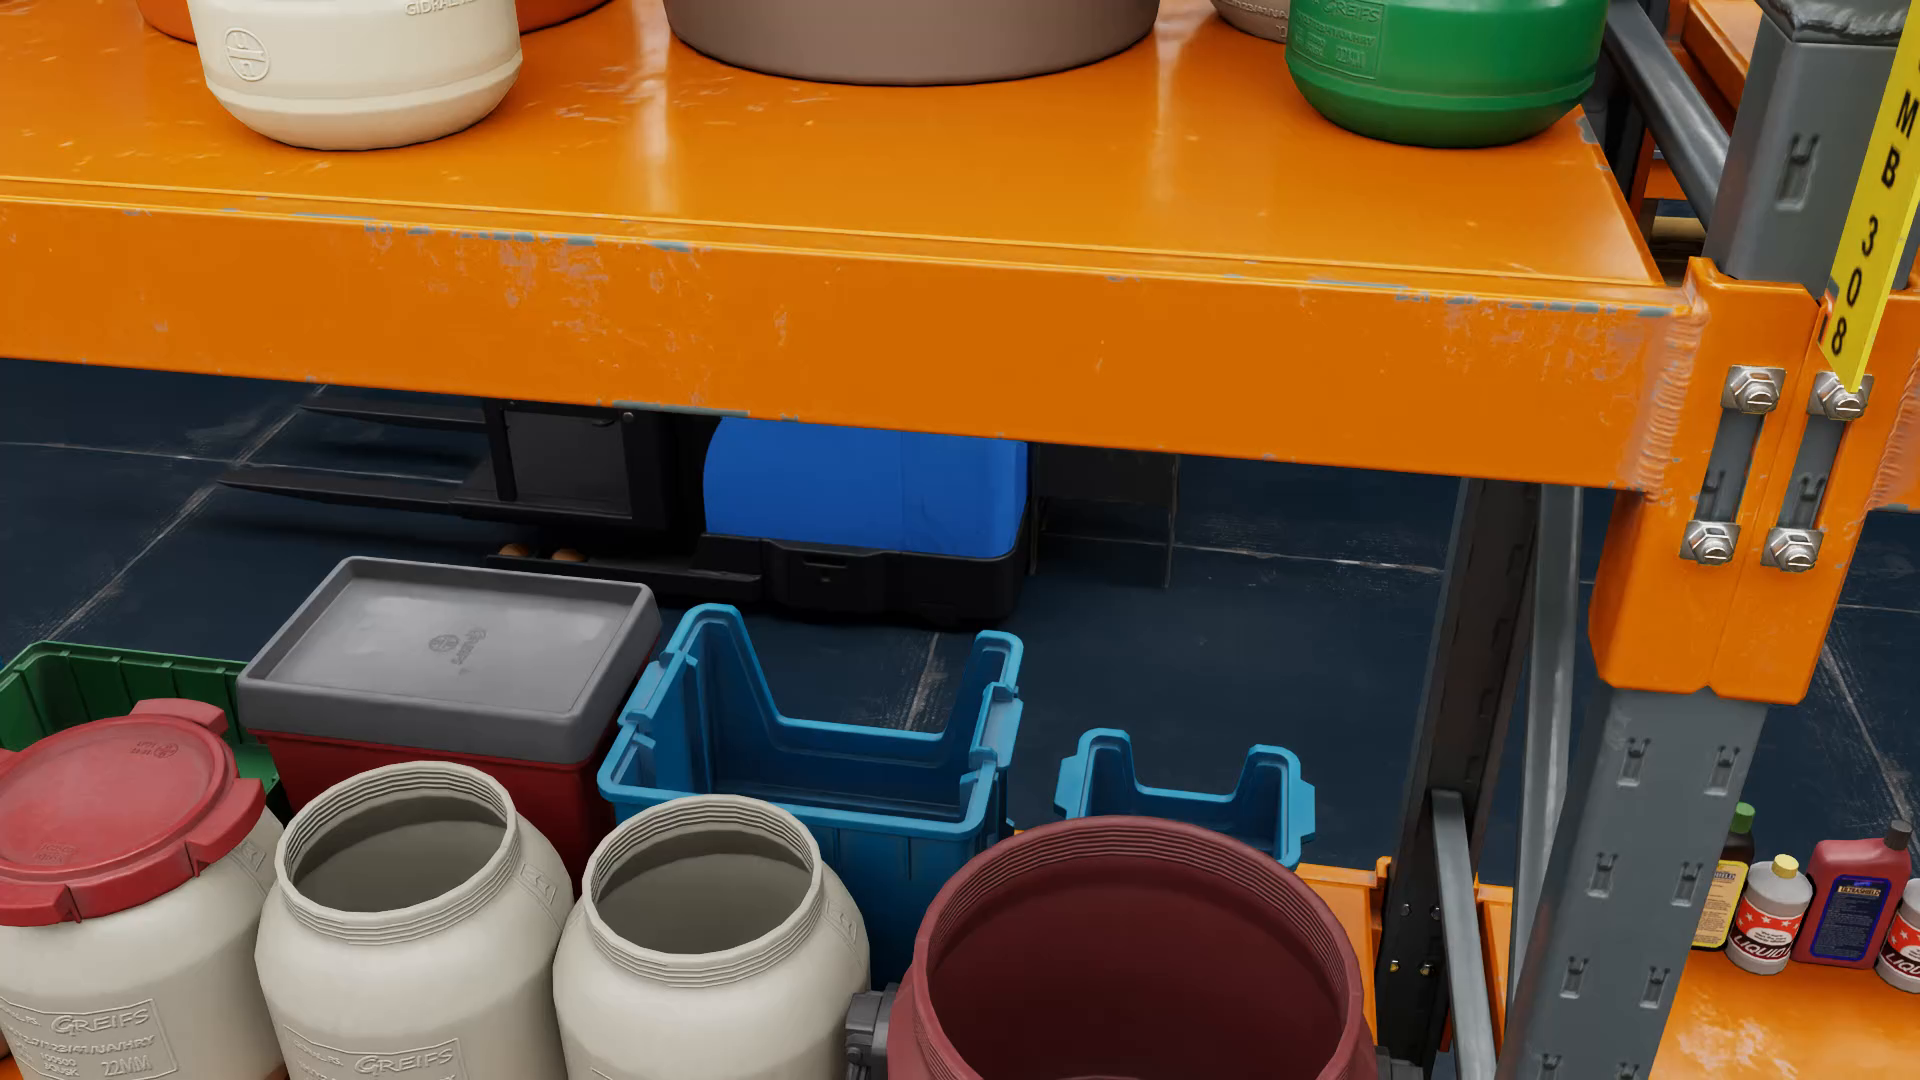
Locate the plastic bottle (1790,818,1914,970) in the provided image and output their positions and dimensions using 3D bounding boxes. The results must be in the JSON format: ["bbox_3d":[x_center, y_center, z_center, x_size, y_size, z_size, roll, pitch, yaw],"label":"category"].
[{"bbox_3d":[1.416,0.557,2.643,0.133,0.283,0.061,5,32,8],"label":"plastic bottle"}]

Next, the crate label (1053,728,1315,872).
[{"bbox_3d":[0.366,0.511,2.764,0.416,0.233,0.303,5,32,8],"label":"crate label"}]

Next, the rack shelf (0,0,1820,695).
[{"bbox_3d":[-1.254,-0.471,2.026,4.000,0.370,1.077,5,32,8],"label":"rack shelf"}]

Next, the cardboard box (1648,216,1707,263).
[{"bbox_3d":[3.026,-1.036,7.019,0.500,0.500,0.500,4,32,6],"label":"cardboard box"}]

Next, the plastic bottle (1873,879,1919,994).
[{"bbox_3d":[1.526,0.612,2.633,0.097,0.201,0.097,0,32,0],"label":"plastic bottle"}]

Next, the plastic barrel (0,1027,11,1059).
[{"bbox_3d":[-1.596,0.525,2.456,0.433,0.535,0.433,0,32,0],"label":"plastic barrel"}]

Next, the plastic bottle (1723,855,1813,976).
[{"bbox_3d":[1.299,0.591,2.666,0.097,0.201,0.097,0,32,0],"label":"plastic bottle"}]

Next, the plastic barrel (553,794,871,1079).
[{"bbox_3d":[-0.332,0.647,2.285,0.421,0.512,0.421,0,32,0],"label":"plastic barrel"}]

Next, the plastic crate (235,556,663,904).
[{"bbox_3d":[-0.824,0.343,2.815,0.583,0.464,0.402,5,32,8],"label":"plastic crate"}]

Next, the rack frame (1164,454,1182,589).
[{"bbox_3d":[0.775,-0.818,5.578,0.015,2.100,0.400,5,32,8],"label":"rack frame"}]

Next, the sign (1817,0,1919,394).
[{"bbox_3d":[0.632,-0.265,1.117,0.005,0.325,0.100,5,32,8],"label":"sign"}]

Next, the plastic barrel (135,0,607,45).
[{"bbox_3d":[-0.700,-1.025,1.828,0.708,0.830,0.600,5,32,8],"label":"plastic barrel"}]

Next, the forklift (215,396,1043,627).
[{"bbox_3d":[-1.227,-1.312,5.583,3.031,2.935,1.130,5,32,8],"label":"forklift"}]

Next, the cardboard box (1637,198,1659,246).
[{"bbox_3d":[2.572,-1.398,6.890,0.500,0.250,0.500,6,33,10],"label":"cardboard box"}]

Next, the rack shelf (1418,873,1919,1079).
[{"bbox_3d":[2.689,1.157,2.252,4.000,0.370,1.077,5,32,8],"label":"rack shelf"}]

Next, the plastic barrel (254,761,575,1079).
[{"bbox_3d":[-0.747,0.609,2.345,0.421,0.512,0.421,0,32,0],"label":"plastic barrel"}]

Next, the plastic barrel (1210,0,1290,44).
[{"bbox_3d":[0.463,-0.833,1.821,0.421,0.512,0.421,0,32,0],"label":"plastic barrel"}]

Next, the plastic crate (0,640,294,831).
[{"bbox_3d":[-1.461,0.415,2.960,0.662,0.188,0.450,5,32,8],"label":"plastic crate"}]

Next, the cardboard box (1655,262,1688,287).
[{"bbox_3d":[2.966,-0.762,6.581,0.500,0.500,0.500,5,32,8],"label":"cardboard box"}]

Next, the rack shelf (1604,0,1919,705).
[{"bbox_3d":[2.689,-0.114,1.456,4.000,0.370,1.077,5,32,8],"label":"rack shelf"}]

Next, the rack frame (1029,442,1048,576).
[{"bbox_3d":[0.294,-0.863,5.650,0.015,2.100,0.400,5,32,8],"label":"rack frame"}]

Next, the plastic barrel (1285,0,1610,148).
[{"bbox_3d":[0.466,-0.527,1.584,0.294,0.245,0.294,0,32,0],"label":"plastic barrel"}]

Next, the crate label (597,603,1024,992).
[{"bbox_3d":[-0.216,0.429,2.704,0.616,0.435,0.502,5,32,8],"label":"crate label"}]

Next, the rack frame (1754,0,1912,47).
[{"bbox_3d":[0.718,-1.869,0.754,0.127,3.000,1.000,5,32,8],"label":"rack frame"}]

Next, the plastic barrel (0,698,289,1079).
[{"bbox_3d":[-1.169,0.564,2.394,0.433,0.535,0.433,0,32,0],"label":"plastic barrel"}]

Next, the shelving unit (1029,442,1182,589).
[{"bbox_3d":[0.535,-0.841,5.614,0.503,2.100,0.431,5,32,8],"label":"shelving unit"}]

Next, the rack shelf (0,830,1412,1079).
[{"bbox_3d":[-1.254,0.800,2.822,4.000,0.370,1.077,5,32,8],"label":"rack shelf"}]

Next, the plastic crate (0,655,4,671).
[{"bbox_3d":[-2.085,0.260,3.023,0.575,0.384,0.392,5,32,8],"label":"plastic crate"}]

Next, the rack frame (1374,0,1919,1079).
[{"bbox_3d":[0.718,0.674,2.346,0.127,3.000,1.000,5,32,8],"label":"rack frame"}]

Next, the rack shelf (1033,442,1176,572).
[{"bbox_3d":[0.535,-0.236,5.993,0.480,0.518,0.431,5,32,8],"label":"rack shelf"}]

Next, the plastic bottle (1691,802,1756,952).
[{"bbox_3d":[1.188,0.536,2.676,0.133,0.283,0.061,5,32,8],"label":"plastic bottle"}]

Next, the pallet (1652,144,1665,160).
[{"bbox_3d":[2.235,-1.811,6.497,1.003,0.211,1.213,5,32,8],"label":"pallet"}]

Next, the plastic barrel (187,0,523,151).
[{"bbox_3d":[-0.575,-0.530,1.573,0.301,0.262,0.301,0,32,0],"label":"plastic barrel"}]

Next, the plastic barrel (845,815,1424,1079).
[{"bbox_3d":[0.209,0.733,2.123,0.708,0.536,0.600,5,32,8],"label":"plastic barrel"}]

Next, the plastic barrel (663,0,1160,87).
[{"bbox_3d":[-0.055,-0.997,1.716,0.600,0.901,0.600,0,32,0],"label":"plastic barrel"}]

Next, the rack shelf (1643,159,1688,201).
[{"bbox_3d":[3.526,-1.433,6.390,4.000,0.370,1.077,5,32,8],"label":"rack shelf"}]
